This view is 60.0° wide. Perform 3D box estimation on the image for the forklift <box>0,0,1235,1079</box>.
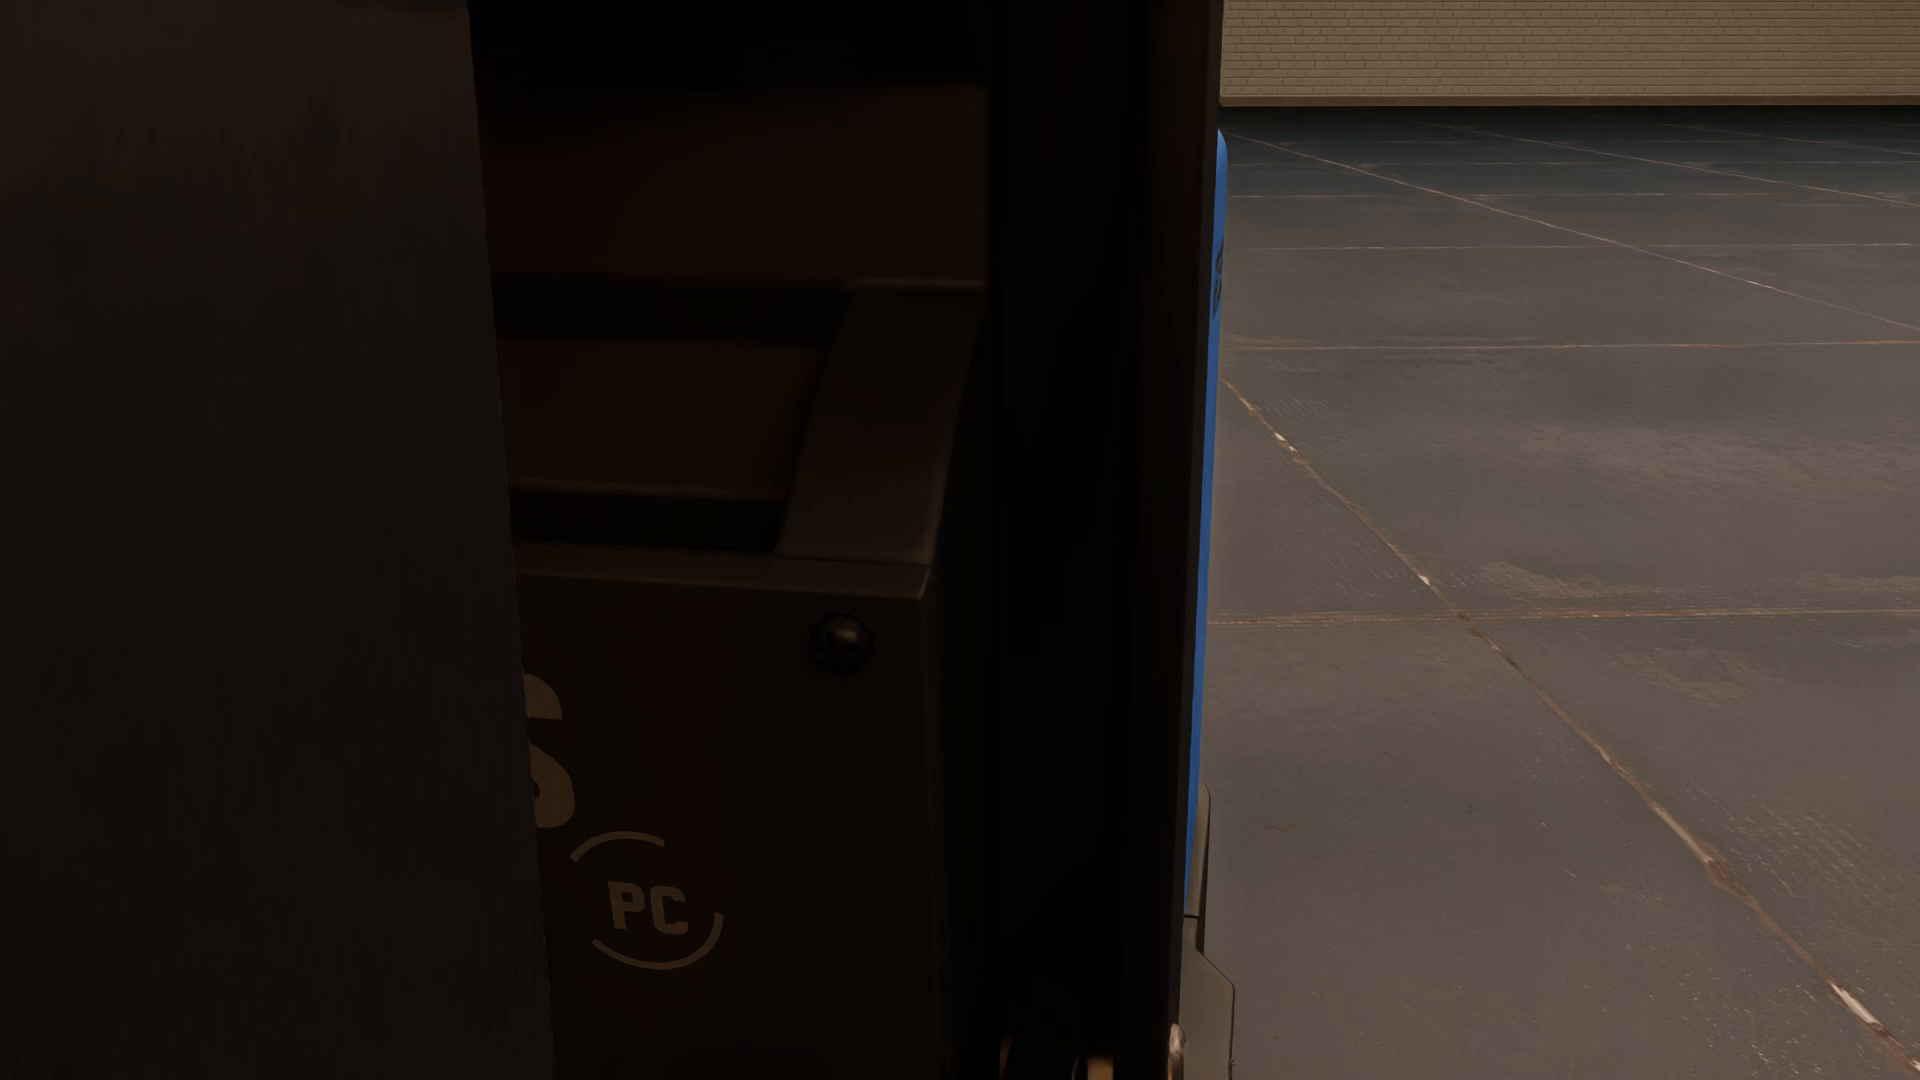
[{"bbox_3d":[-0.491,-0.434,0.326,1.130,2.935,3.031,3,17,10],"label":"forklift"}]
